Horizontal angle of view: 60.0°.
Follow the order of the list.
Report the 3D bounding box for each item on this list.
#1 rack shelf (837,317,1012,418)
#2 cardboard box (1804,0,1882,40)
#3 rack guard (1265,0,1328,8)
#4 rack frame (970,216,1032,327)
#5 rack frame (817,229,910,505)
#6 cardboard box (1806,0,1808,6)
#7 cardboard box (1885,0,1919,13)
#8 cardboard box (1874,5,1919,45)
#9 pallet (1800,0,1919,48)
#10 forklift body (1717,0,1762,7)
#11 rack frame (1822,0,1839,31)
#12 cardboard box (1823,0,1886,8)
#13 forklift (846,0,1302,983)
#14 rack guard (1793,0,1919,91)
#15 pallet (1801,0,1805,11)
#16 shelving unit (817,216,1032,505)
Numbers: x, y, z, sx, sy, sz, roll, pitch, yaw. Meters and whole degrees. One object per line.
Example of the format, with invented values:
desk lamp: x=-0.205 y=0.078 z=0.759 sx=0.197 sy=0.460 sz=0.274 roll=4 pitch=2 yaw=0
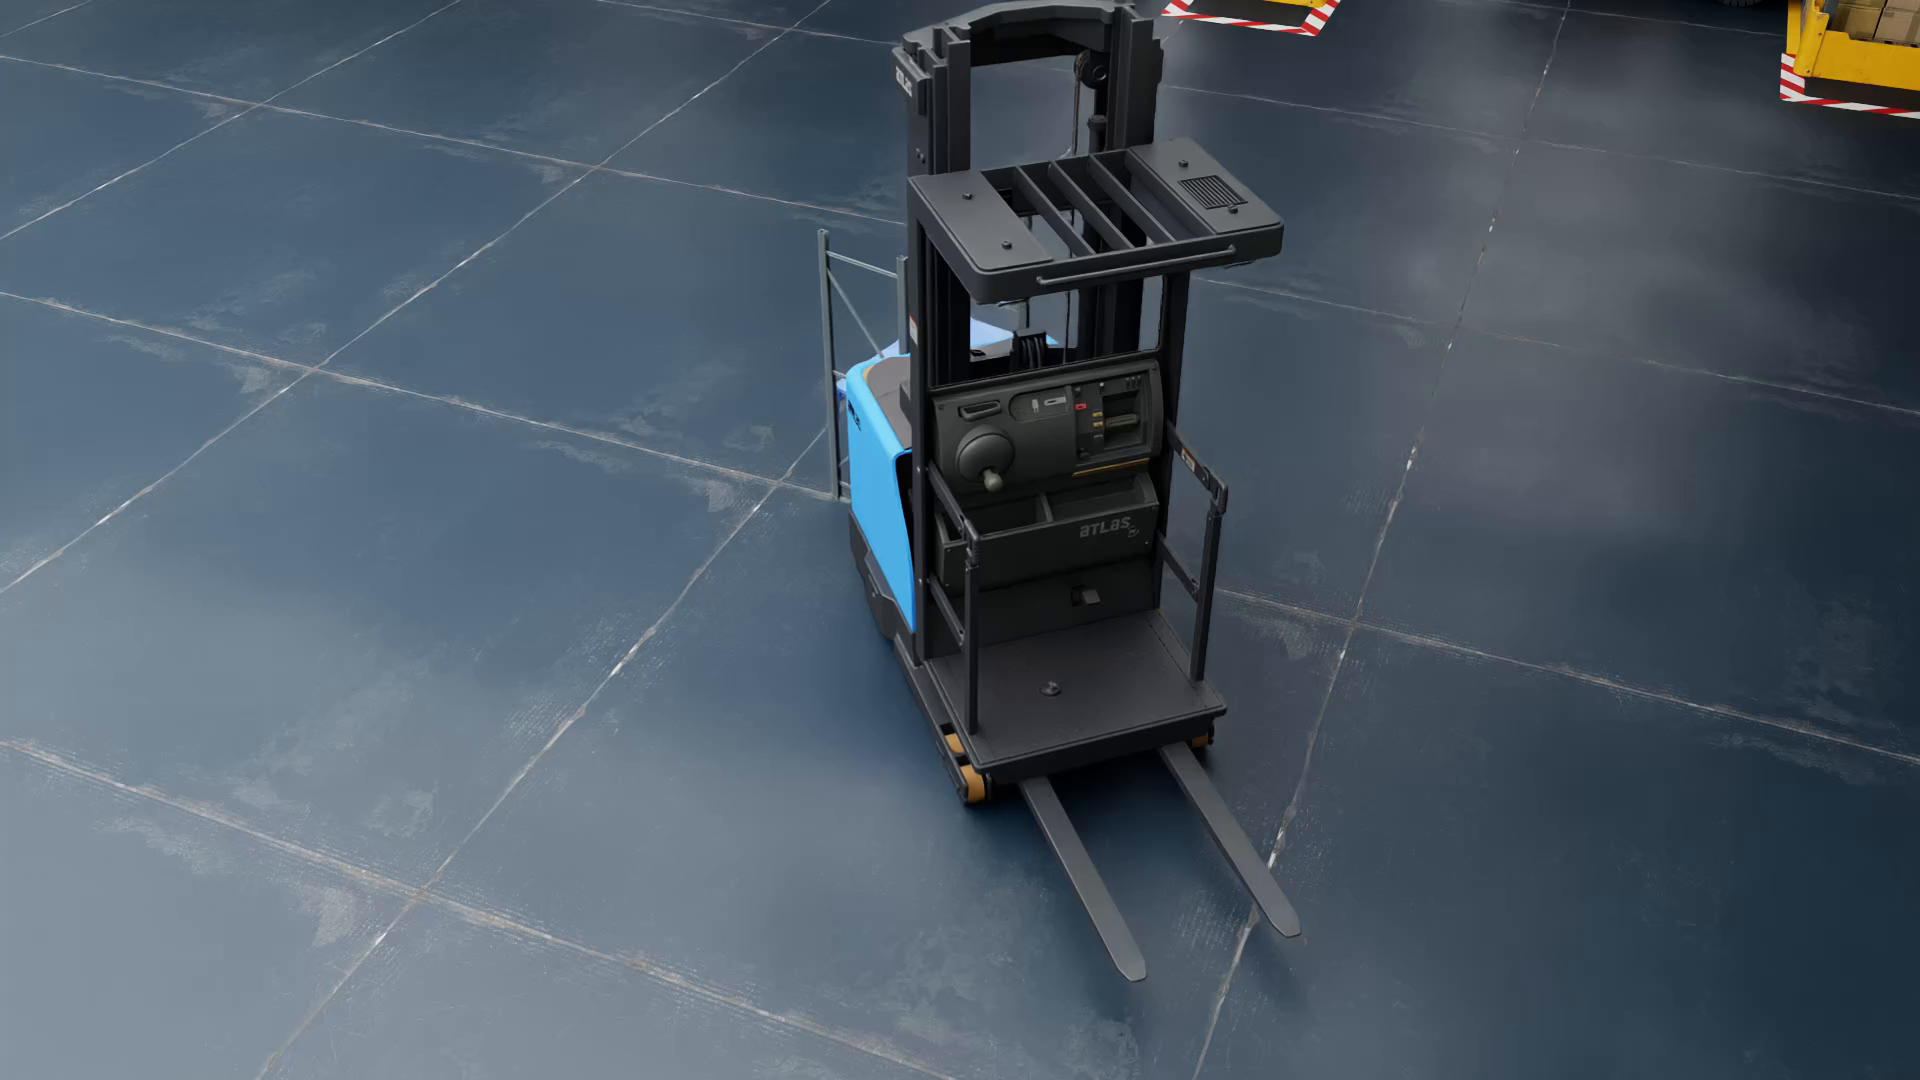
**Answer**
rack shelf: x=-0.150 y=-0.844 z=8.427 sx=0.538 sy=0.185 sz=1.000 roll=23 pitch=42 yaw=28
cardboard box: x=7.111 y=-4.266 z=13.397 sx=0.500 sy=0.250 sz=0.500 roll=14 pitch=39 yaw=18
rack guard: x=2.662 y=-5.036 z=14.570 sx=1.175 sy=0.500 sz=0.348 roll=14 pitch=39 yaw=18
rack frame: x=0.143 y=-1.236 z=8.651 sx=0.500 sy=1.500 sz=0.032 roll=23 pitch=42 yaw=28
rack frame: x=-0.443 y=-0.739 z=7.986 sx=0.500 sy=1.500 sz=0.032 roll=23 pitch=42 yaw=28
cardboard box: x=7.309 y=-4.539 z=13.763 sx=0.500 sy=0.250 sz=0.500 roll=14 pitch=39 yaw=18
cardboard box: x=7.595 y=-4.347 z=13.088 sx=0.500 sy=0.250 sz=0.500 roll=15 pitch=39 yaw=19
cardboard box: x=7.592 y=-4.161 z=13.257 sx=0.500 sy=0.250 sz=0.500 roll=14 pitch=39 yaw=18
pallet: x=7.477 y=-4.183 z=13.670 sx=1.003 sy=0.211 sz=1.213 roll=14 pitch=39 yaw=18
forklift body: x=6.259 y=-5.992 z=14.470 sx=2.313 sy=2.155 sz=1.214 roll=14 pitch=39 yaw=18
rack frame: x=7.225 y=-4.867 z=12.256 sx=1.000 sy=3.000 sz=0.127 roll=14 pitch=39 yaw=18
cardboard box: x=7.121 y=-4.475 z=13.259 sx=0.500 sy=0.250 sz=0.500 roll=13 pitch=39 yaw=17
forklift: x=0.425 y=-0.372 z=6.299 sx=1.130 sy=2.935 sz=3.031 roll=-12 pitch=38 yaw=-15
rack guard: x=7.215 y=-3.852 z=12.986 sx=1.175 sy=0.500 sz=0.348 roll=14 pitch=39 yaw=18
pallet: x=7.942 y=-4.856 z=14.570 sx=1.003 sy=0.211 sz=1.213 roll=14 pitch=39 yaw=18
shelving unit: x=-0.150 y=-0.988 z=8.319 sx=0.538 sy=1.500 sz=1.048 roll=23 pitch=42 yaw=28
